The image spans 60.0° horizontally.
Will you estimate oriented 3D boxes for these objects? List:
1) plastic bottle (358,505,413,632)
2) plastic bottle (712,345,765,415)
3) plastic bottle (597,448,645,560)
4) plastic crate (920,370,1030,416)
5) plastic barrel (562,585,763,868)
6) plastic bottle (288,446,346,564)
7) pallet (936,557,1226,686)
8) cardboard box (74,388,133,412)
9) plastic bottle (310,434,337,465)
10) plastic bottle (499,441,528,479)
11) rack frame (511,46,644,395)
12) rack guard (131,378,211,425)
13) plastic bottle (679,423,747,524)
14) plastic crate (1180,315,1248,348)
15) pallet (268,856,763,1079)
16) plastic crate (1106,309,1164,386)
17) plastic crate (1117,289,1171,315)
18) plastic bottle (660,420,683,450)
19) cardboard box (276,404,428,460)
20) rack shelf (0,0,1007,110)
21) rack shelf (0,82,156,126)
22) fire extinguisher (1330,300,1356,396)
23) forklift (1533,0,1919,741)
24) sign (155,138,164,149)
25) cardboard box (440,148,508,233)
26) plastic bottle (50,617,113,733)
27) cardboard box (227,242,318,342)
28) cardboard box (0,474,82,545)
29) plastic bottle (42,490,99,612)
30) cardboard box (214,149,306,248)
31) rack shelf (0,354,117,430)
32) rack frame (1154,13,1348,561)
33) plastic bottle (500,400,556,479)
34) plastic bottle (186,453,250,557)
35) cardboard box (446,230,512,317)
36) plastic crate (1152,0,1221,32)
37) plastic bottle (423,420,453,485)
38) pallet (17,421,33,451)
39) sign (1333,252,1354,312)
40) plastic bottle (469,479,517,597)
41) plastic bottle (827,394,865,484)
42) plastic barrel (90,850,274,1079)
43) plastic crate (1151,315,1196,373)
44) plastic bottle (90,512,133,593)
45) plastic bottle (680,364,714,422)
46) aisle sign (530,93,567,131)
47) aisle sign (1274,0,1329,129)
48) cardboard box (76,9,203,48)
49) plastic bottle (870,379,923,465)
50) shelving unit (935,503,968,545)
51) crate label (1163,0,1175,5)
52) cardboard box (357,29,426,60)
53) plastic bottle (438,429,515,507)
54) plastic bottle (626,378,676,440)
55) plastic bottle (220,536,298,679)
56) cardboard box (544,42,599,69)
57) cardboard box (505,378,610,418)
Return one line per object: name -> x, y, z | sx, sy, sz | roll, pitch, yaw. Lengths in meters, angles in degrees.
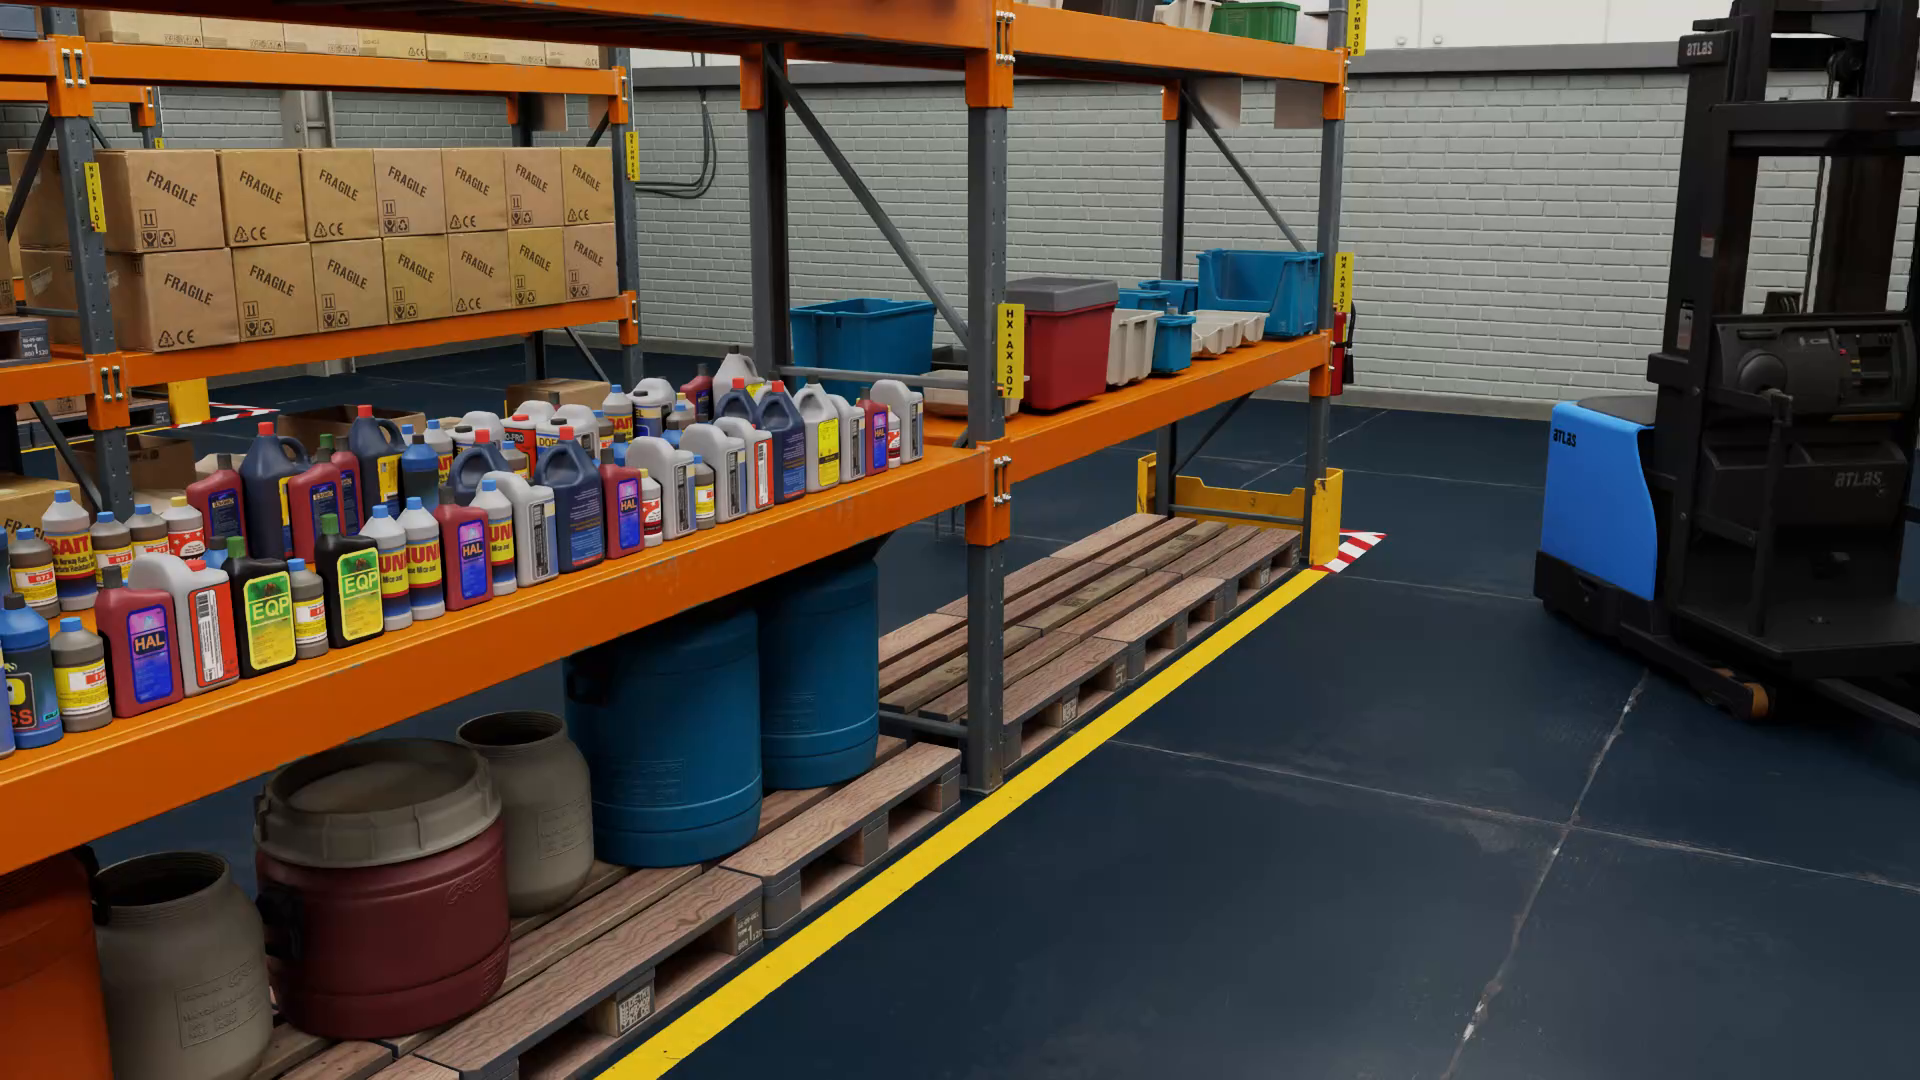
plastic bottle -> -1.267, 0.059, 3.664 | 0.097, 0.271, 0.097 | 0, 14, 0
plastic bottle -> -0.779, -0.514, 5.871 | 0.144, 0.351, 0.185 | 7, 15, 28
plastic bottle -> -0.883, -0.101, 4.303 | 0.061, 0.283, 0.133 | 7, 15, 28
plastic crate -> 0.045, -0.562, 6.400 | 0.396, 0.136, 0.243 | 7, 15, 28
plastic barrel -> -0.926, 0.489, 5.186 | 0.600, 0.901, 0.708 | 7, 15, 28
plastic bottle -> -1.649, -0.092, 4.263 | 0.061, 0.283, 0.133 | 7, 15, 28
pallet -> 0.605, 0.367, 8.060 | 1.003, 0.211, 1.213 | 7, 15, 28
cardboard box -> -7.295, -1.359, 13.708 | 0.700, 0.500, 0.500 | 7, 15, 28
plastic bottle -> -1.711, -0.136, 4.445 | 0.061, 0.283, 0.133 | 7, 15, 28
plastic bottle -> -1.304, -0.186, 4.827 | 0.097, 0.201, 0.097 | 0, 14, 0
rack frame -> -2.706, -1.964, 11.782 | 1.000, 3.000, 0.127 | 7, 15, 28
rack guard -> -7.033, -1.315, 14.420 | 1.175, 0.500, 0.348 | 7, 15, 28
plastic bottle -> -0.699, -0.198, 4.719 | 0.152, 0.276, 0.135 | 7, 15, 28
plastic crate -> 1.240, -1.058, 8.456 | 0.396, 0.136, 0.243 | 7, 15, 28
pallet -> -1.304, 1.179, 4.694 | 1.003, 0.211, 1.213 | 7, 15, 28
plastic crate -> 0.594, -0.846, 7.267 | 0.437, 0.282, 0.530 | 7, 15, 28
plastic crate -> 0.902, -1.202, 8.848 | 0.416, 0.233, 0.300 | 7, 15, 28
plastic bottle -> -0.817, -0.206, 4.763 | 0.097, 0.271, 0.097 | 0, 14, 0
cardboard box -> -3.736, -0.530, 10.220 | 0.797, 0.503, 0.637 | 7, 15, 28
rack shelf -> -1.272, -1.280, 4.078 | 1.077, 0.370, 4.000 | 7, 15, 28
rack shelf -> -8.011, -3.223, 12.137 | 1.077, 0.370, 4.000 | 7, 15, 28
fire extinguisher -> 2.099, -1.163, 9.418 | 0.296, 0.674, 0.183 | 7, 15, 28
forklift -> 3.719, -0.762, 6.941 | 1.130, 2.935, 3.031 | -2, 14, -10
sign -> -6.576, -3.139, 13.676 | 0.100, 0.325, 0.005 | 7, 15, 28
cardboard box -> -3.171, -2.166, 10.271 | 0.500, 0.500, 0.500 | 8, 16, 30
plastic bottle -> -1.620, 0.243, 3.051 | 0.097, 0.201, 0.097 | 0, 14, 0
cardboard box -> -3.910, -1.372, 9.109 | 0.500, 0.500, 0.500 | 8, 16, 29
cardboard box -> -4.628, -0.009, 8.065 | 0.500, 0.500, 0.500 | 7, 15, 28
plastic bottle -> -2.046, 0.021, 3.820 | 0.097, 0.271, 0.097 | 0, 14, 0
cardboard box -> -3.917, -1.849, 8.957 | 0.500, 0.500, 0.500 | 7, 15, 26
rack shelf -> -5.607, -0.384, 6.760 | 1.077, 0.370, 4.000 | 7, 15, 28
rack frame -> 1.628, -1.402, 9.451 | 1.000, 3.000, 0.127 | 7, 15, 28
plastic bottle -> -1.310, -0.280, 5.058 | 0.152, 0.276, 0.135 | 7, 15, 28
plastic bottle -> -1.865, -0.070, 4.174 | 0.061, 0.283, 0.133 | 7, 15, 28
cardboard box -> -3.178, -1.682, 10.396 | 0.500, 0.500, 0.500 | 8, 15, 28
plastic crate -> 0.846, -2.280, 7.255 | 0.437, 0.136, 0.530 | 7, 15, 28
plastic bottle -> -1.503, -0.209, 4.776 | 0.097, 0.271, 0.097 | 0, 14, 0
pallet -> -7.953, -0.747, 12.682 | 1.003, 0.211, 1.213 | 7, 15, 28
sign -> 2.118, -1.423, 9.187 | 0.100, 0.325, 0.005 | 7, 15, 28
plastic bottle -> -1.109, -0.008, 3.943 | 0.097, 0.271, 0.097 | 0, 14, 0
plastic bottle -> -0.390, -0.329, 5.263 | 0.152, 0.276, 0.135 | 7, 15, 28
plastic barrel -> -1.823, 1.016, 3.832 | 0.421, 0.512, 0.421 | 0, 14, 0
plastic crate -> 0.860, -0.900, 7.595 | 0.416, 0.233, 0.300 | 7, 15, 28
plastic bottle -> -1.999, 0.035, 3.911 | 0.097, 0.201, 0.097 | 0, 14, 0
plastic bottle -> -0.921, -0.471, 5.835 | 0.061, 0.283, 0.133 | 7, 15, 28
aisle sign -> -2.930, -3.276, 11.673 | 0.394, 0.787, 0.004 | 7, 15, 28
aisle sign -> 1.919, -2.648, 9.070 | 0.394, 0.787, 0.004 | 7, 15, 28
cardboard box -> -4.188, -2.601, 8.341 | 0.500, 0.250, 0.500 | 7, 15, 28
plastic bottle -> -0.213, -0.404, 5.574 | 0.152, 0.276, 0.135 | 7, 15, 28
shelving unit -> 0.004, -0.439, 9.935 | 0.258, 0.900, 0.210 | 7, 15, 28
crate label -> 0.899, -2.636, 8.483 | 0.408, 0.251, 0.502 | 7, 15, 28
cardboard box -> -3.461, -2.908, 9.617 | 0.500, 0.250, 0.500 | 7, 15, 28
plastic bottle -> -1.194, -0.096, 4.136 | 0.144, 0.351, 0.185 | 7, 15, 28
plastic bottle -> -1.040, -0.395, 5.535 | 0.152, 0.276, 0.135 | 7, 15, 28
plastic bottle -> -1.419, 0.126, 3.359 | 0.061, 0.283, 0.133 | 7, 15, 28
cardboard box -> -2.724, -3.214, 10.887 | 0.500, 0.250, 0.500 | 7, 15, 28
cardboard box -> -2.753, -0.824, 11.445 | 0.500, 0.500, 0.500 | 7, 15, 28
